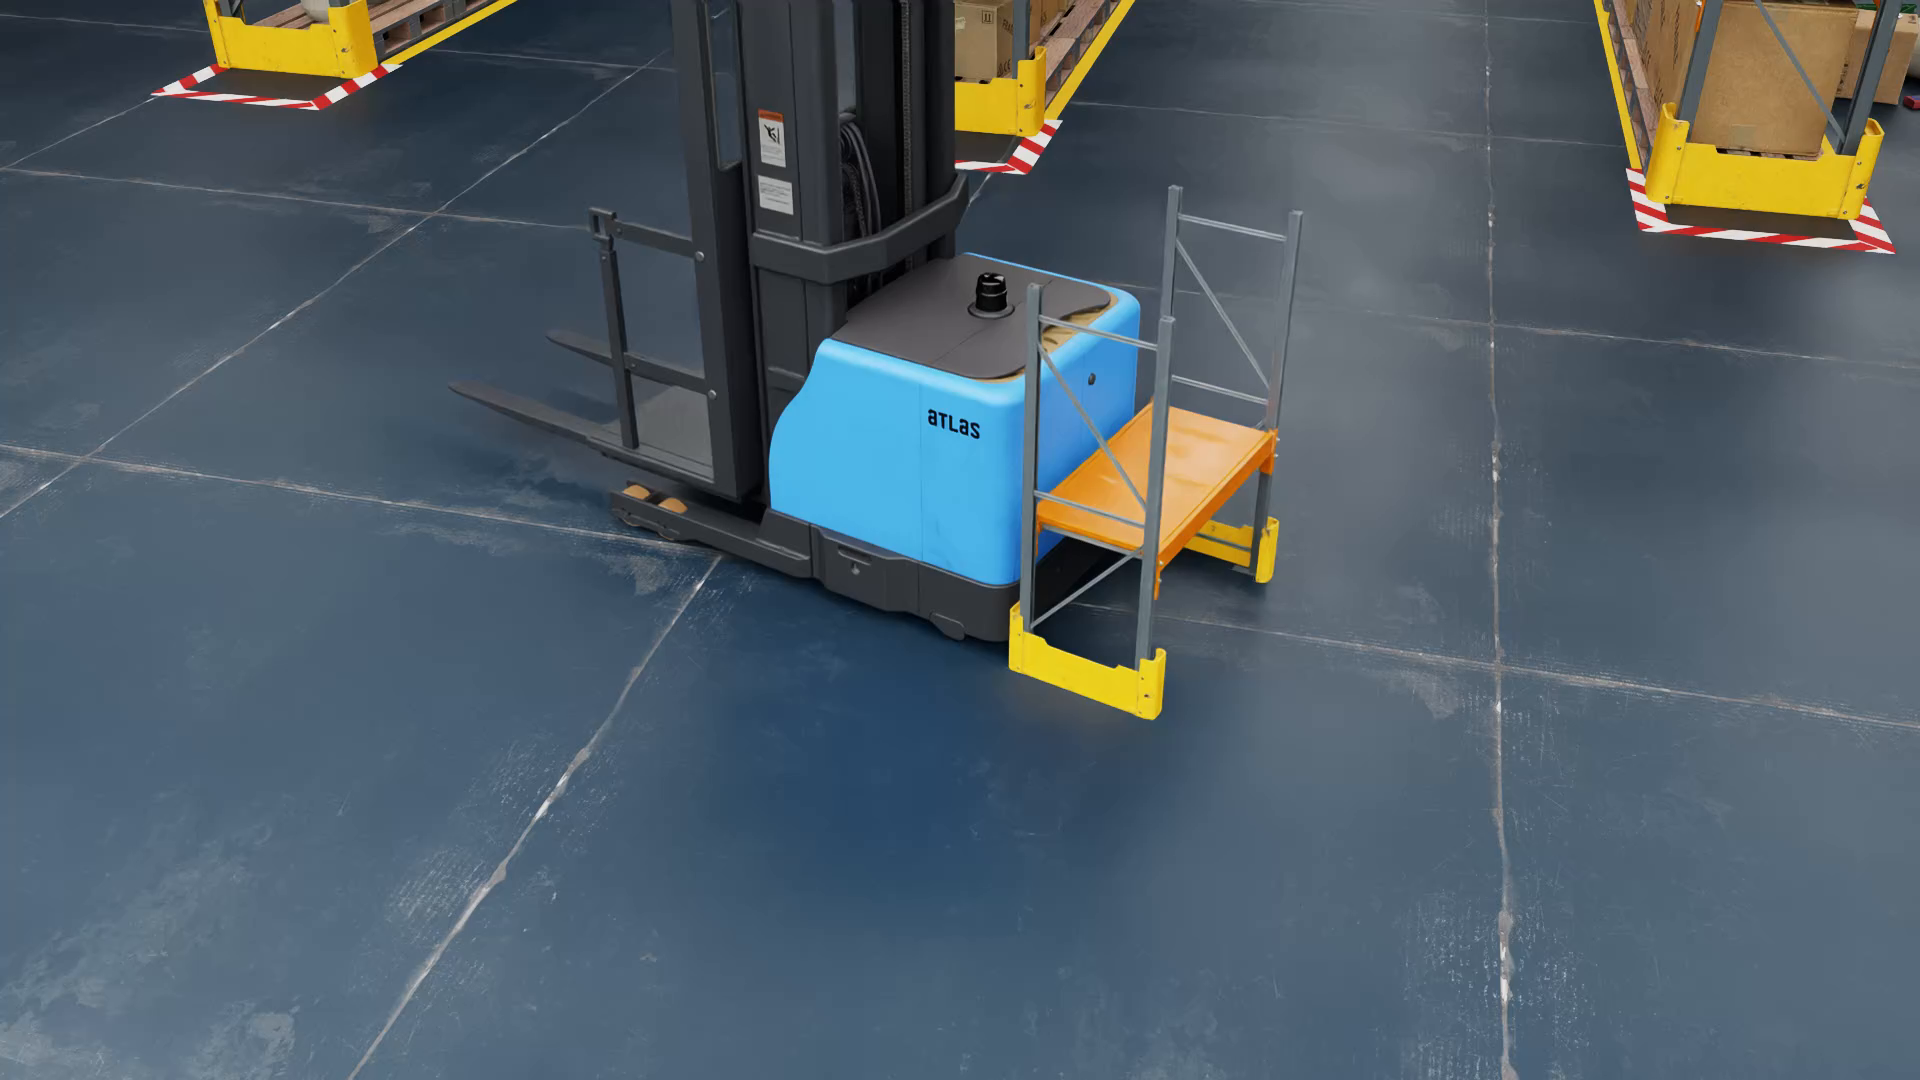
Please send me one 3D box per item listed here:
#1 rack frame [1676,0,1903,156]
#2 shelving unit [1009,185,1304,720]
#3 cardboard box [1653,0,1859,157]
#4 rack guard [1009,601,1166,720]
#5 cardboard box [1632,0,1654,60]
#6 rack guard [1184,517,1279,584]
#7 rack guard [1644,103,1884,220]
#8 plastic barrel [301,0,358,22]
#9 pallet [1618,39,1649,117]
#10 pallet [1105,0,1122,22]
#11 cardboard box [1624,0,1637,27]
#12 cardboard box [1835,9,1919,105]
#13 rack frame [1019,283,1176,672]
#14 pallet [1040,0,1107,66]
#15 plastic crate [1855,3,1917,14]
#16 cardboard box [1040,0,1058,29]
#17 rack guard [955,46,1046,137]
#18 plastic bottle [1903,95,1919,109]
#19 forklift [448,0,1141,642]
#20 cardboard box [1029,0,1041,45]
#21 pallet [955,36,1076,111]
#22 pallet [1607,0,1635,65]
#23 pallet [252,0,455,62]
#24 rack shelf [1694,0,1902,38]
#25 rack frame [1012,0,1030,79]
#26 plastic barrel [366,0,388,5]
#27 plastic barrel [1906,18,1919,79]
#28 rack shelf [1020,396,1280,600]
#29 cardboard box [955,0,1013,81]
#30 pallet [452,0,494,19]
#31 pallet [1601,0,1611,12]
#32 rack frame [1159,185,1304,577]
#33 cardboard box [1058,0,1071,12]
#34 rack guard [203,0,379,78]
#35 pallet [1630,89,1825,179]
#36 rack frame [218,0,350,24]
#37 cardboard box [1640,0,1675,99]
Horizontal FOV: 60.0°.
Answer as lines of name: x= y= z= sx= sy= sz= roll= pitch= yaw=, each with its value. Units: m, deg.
rack frame: x=4.722 y=-3.304 z=9.152 sx=1.000 sy=3.000 sz=0.127 roll=8 pitch=33 yaw=12
shelving unit: x=0.702 y=-0.333 z=5.876 sx=0.587 sy=1.500 sz=1.083 roll=18 pitch=37 yaw=26
cardboard box: x=4.830 y=-2.946 z=10.177 sx=0.875 sy=0.875 sz=0.875 roll=8 pitch=33 yaw=13
rack guard: x=0.441 y=0.422 z=5.853 sx=0.587 sy=0.250 sz=0.087 roll=18 pitch=37 yaw=26
cardboard box: x=5.285 y=-3.875 z=11.639 sx=0.875 sy=0.875 sz=0.875 roll=8 pitch=33 yaw=13
rack guard: x=0.964 y=-0.033 z=6.569 sx=0.587 sy=0.250 sz=0.087 roll=18 pitch=37 yaw=26
rack guard: x=4.716 y=-2.237 z=9.803 sx=1.175 sy=0.500 sz=0.348 roll=8 pitch=33 yaw=12
plastic barrel: x=-4.747 y=-4.186 z=12.466 sx=0.421 sy=0.512 sz=0.421 roll=0 pitch=32 yaw=0
pallet: x=5.161 y=-3.184 z=11.562 sx=1.003 sy=0.211 sz=1.213 roll=8 pitch=33 yaw=12
pallet: x=0.829 y=-4.578 z=13.754 sx=1.003 sy=0.211 sz=1.213 roll=8 pitch=33 yaw=12
cardboard box: x=5.510 y=-4.344 z=12.376 sx=0.875 sy=0.875 sz=0.875 roll=9 pitch=33 yaw=13
cardboard box: x=6.336 y=-3.381 z=11.600 sx=0.500 sy=0.500 sz=0.500 roll=14 pitch=35 yaw=21
rack frame: x=0.430 y=-0.097 z=5.504 sx=0.500 sy=1.500 sz=0.032 roll=18 pitch=37 yaw=26
pallet: x=0.522 y=-3.943 z=12.755 sx=1.003 sy=0.211 sz=1.213 roll=8 pitch=33 yaw=12
plastic crate: x=6.960 y=-3.949 z=12.733 sx=0.662 sy=0.188 sz=0.450 roll=-28 pitch=32 yaw=-37
cardboard box: x=0.421 y=-4.113 z=12.363 sx=0.500 sy=0.500 sz=0.500 roll=11 pitch=34 yaw=17
rack guard: x=-0.030 y=-3.017 z=11.029 sx=1.175 sy=0.500 sz=0.348 roll=8 pitch=33 yaw=12
plastic bottle: x=6.657 y=-3.012 z=11.431 sx=0.283 sy=0.061 sz=0.133 roll=-3 pitch=33 yaw=-4
forklift: x=-0.831 y=-1.456 z=6.309 sx=3.031 sy=2.935 sz=1.130 roll=19 pitch=37 yaw=27
cardboard box: x=0.244 y=-3.791 z=11.856 sx=0.500 sy=0.500 sz=0.500 roll=17 pitch=36 yaw=25
pallet: x=0.210 y=-3.311 z=11.762 sx=1.003 sy=0.211 sz=1.213 roll=8 pitch=33 yaw=12
pallet: x=5.469 y=-3.819 z=12.561 sx=1.003 sy=0.211 sz=1.213 roll=8 pitch=33 yaw=12
pallet: x=-4.655 y=-3.996 z=12.839 sx=1.003 sy=0.211 sz=1.213 roll=8 pitch=33 yaw=12
rack shelf: x=5.230 y=-4.039 z=10.977 sx=1.077 sy=0.370 sz=4.000 roll=8 pitch=33 yaw=12
rack frame: x=-0.050 y=-4.032 z=10.296 sx=1.000 sy=3.000 sz=0.127 roll=8 pitch=33 yaw=12
plastic barrel: x=-4.620 y=-4.446 z=12.875 sx=0.421 sy=0.512 sz=0.421 roll=0 pitch=32 yaw=0
plastic barrel: x=6.933 y=-3.495 z=11.853 sx=0.421 sy=0.421 sz=0.512 roll=-21 pitch=38 yaw=-29
rack shelf: x=0.697 y=-0.177 z=5.966 sx=0.538 sy=0.185 sz=1.000 roll=18 pitch=37 yaw=26
cardboard box: x=0.125 y=-3.476 z=11.361 sx=0.500 sy=0.500 sz=0.500 roll=14 pitch=35 yaw=21
pallet: x=-4.344 y=-4.627 z=13.832 sx=1.003 sy=0.211 sz=1.213 roll=8 pitch=33 yaw=12
pallet: x=5.860 y=-4.614 z=13.811 sx=1.003 sy=0.211 sz=1.213 roll=8 pitch=33 yaw=12
rack frame: x=0.965 y=-0.561 z=6.234 sx=0.500 sy=1.500 sz=0.032 roll=18 pitch=37 yaw=26
cardboard box: x=0.606 y=-4.397 z=12.809 sx=0.500 sy=0.500 sz=0.500 roll=5 pitch=33 yaw=8
rack guard: x=-4.867 y=-3.697 z=12.100 sx=1.175 sy=0.500 sz=0.348 roll=8 pitch=33 yaw=12
pallet: x=4.850 y=-2.553 z=10.569 sx=1.003 sy=0.211 sz=1.213 roll=8 pitch=33 yaw=12
rack frame: x=-4.841 y=-4.706 z=11.357 sx=1.000 sy=3.000 sz=0.127 roll=8 pitch=33 yaw=12
cardboard box: x=5.052 y=-3.403 z=10.895 sx=0.875 sy=0.875 sz=0.875 roll=8 pitch=33 yaw=12
